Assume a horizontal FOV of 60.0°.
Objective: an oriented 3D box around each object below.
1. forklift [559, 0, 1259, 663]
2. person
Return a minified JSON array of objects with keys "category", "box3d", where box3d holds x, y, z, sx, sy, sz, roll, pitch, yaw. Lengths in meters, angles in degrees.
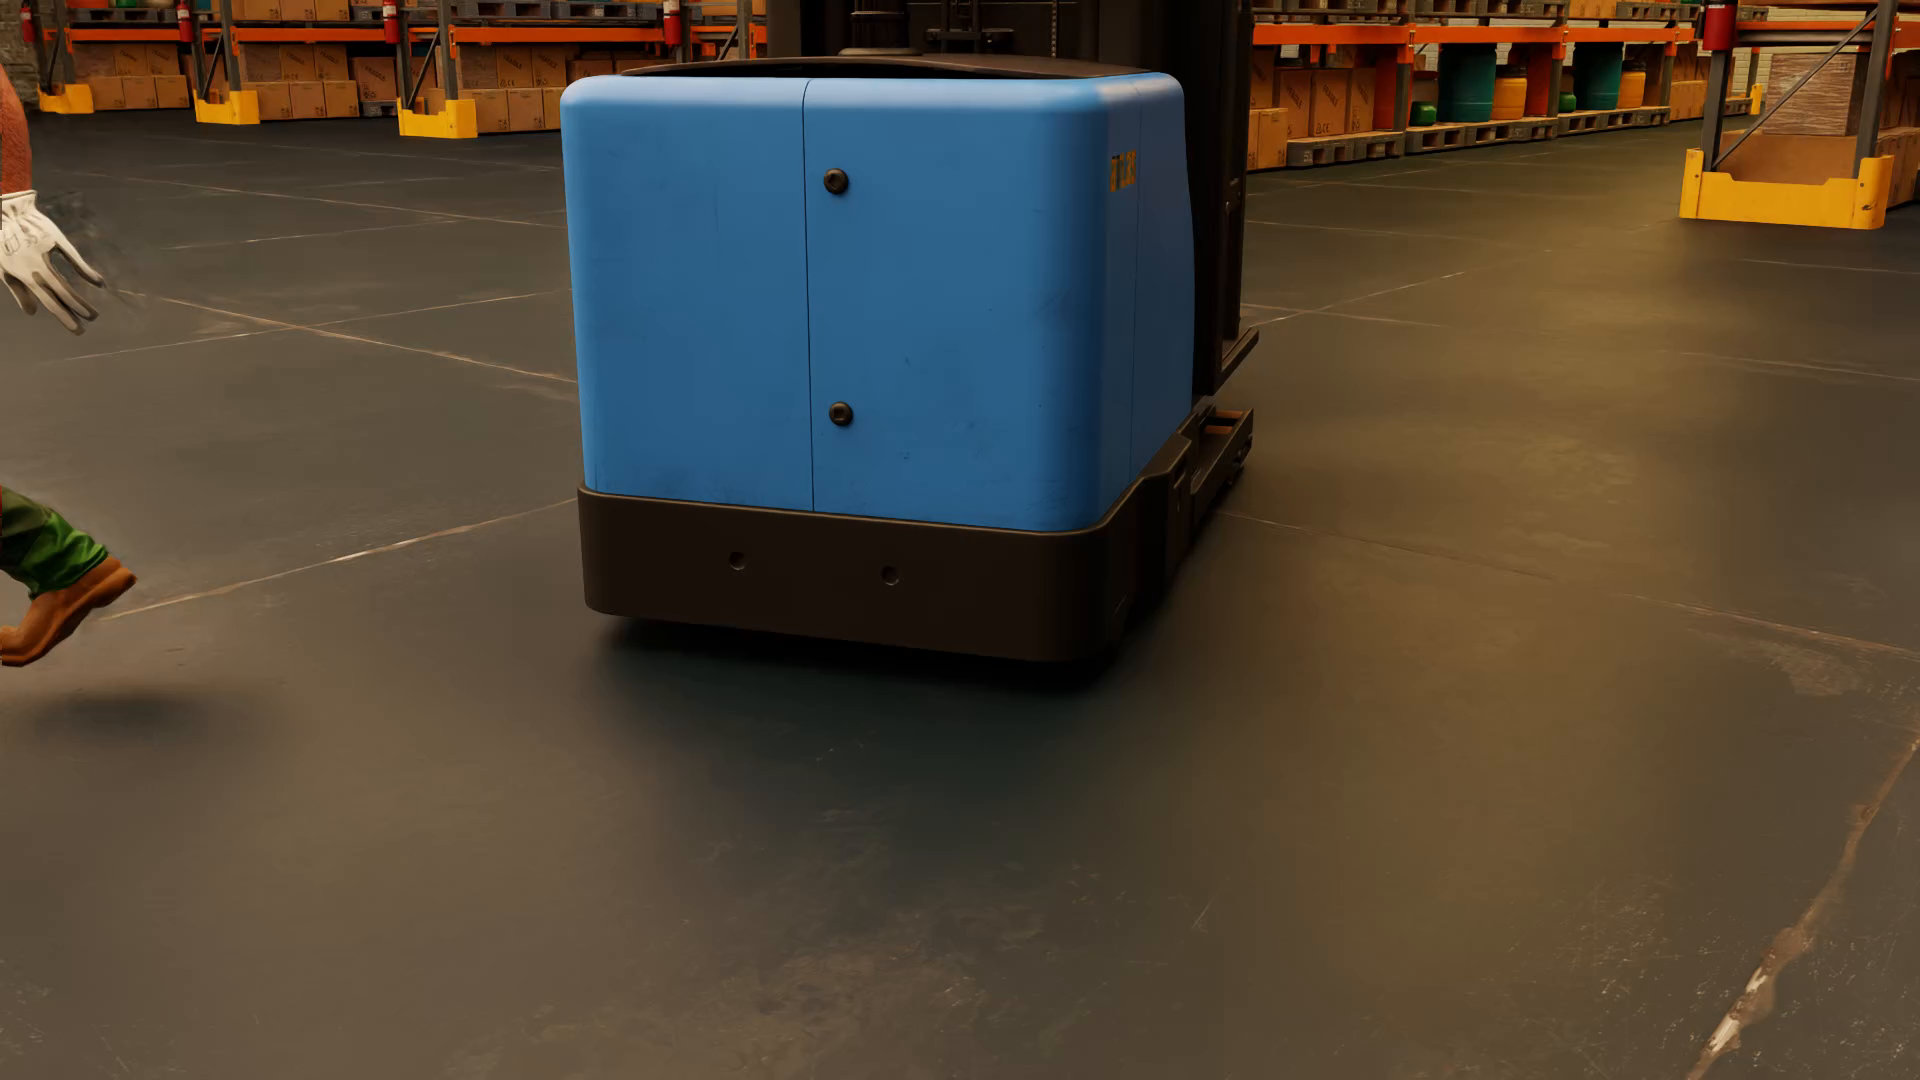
[{"category":"forklift","box3d":[0.182,-1.571,4.072,1.130,2.935,3.031,5,18,17]},{"category":"person","box3d":[-1.748,-0.484,2.604,0.733,1.708,0.650,-7,18,-23]}]
